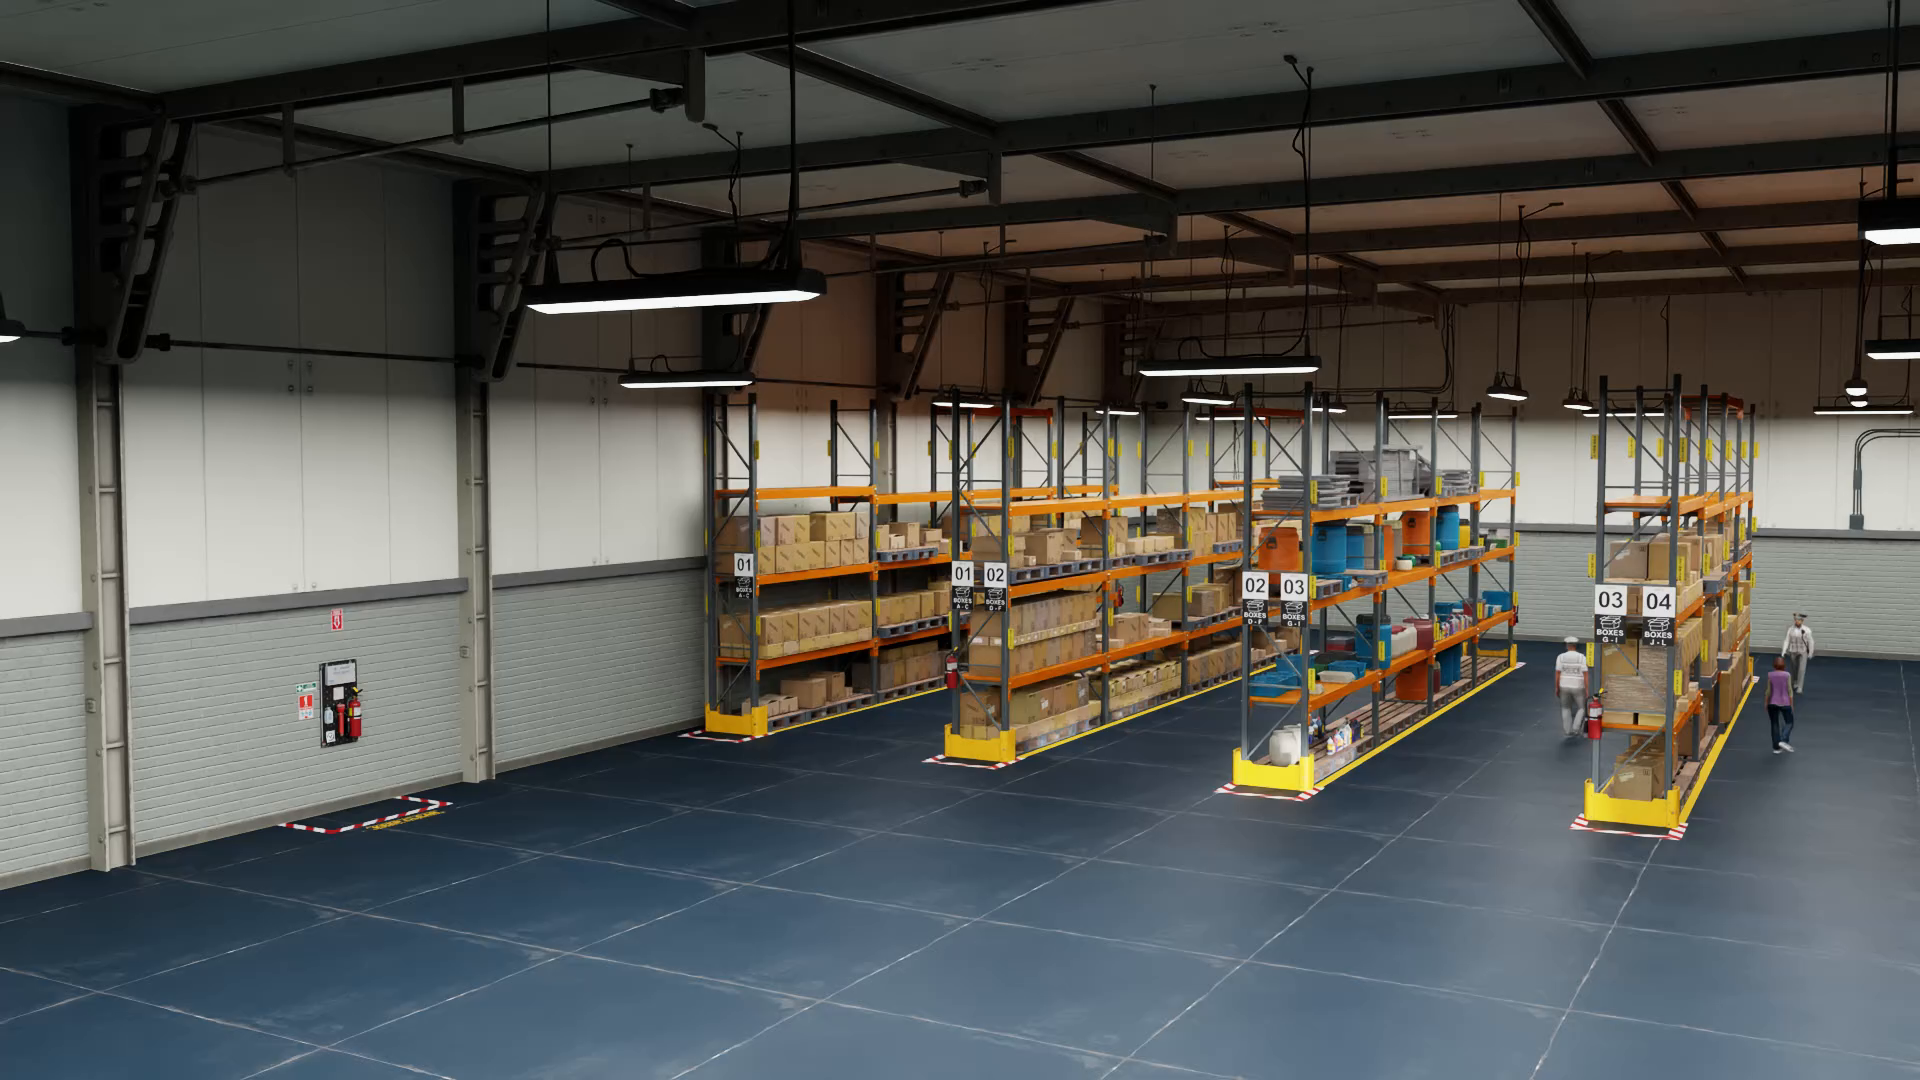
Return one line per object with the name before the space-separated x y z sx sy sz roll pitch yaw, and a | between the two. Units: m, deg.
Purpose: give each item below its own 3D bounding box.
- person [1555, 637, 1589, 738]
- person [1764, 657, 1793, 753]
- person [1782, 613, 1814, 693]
person | 10.625 2.571 28.848 0.579 1.755 0.565 2 3 28
person | 13.488 2.729 27.373 0.463 1.596 0.471 2 4 32
person | 17.313 2.307 34.352 0.581 1.613 1.034 2 4 31
